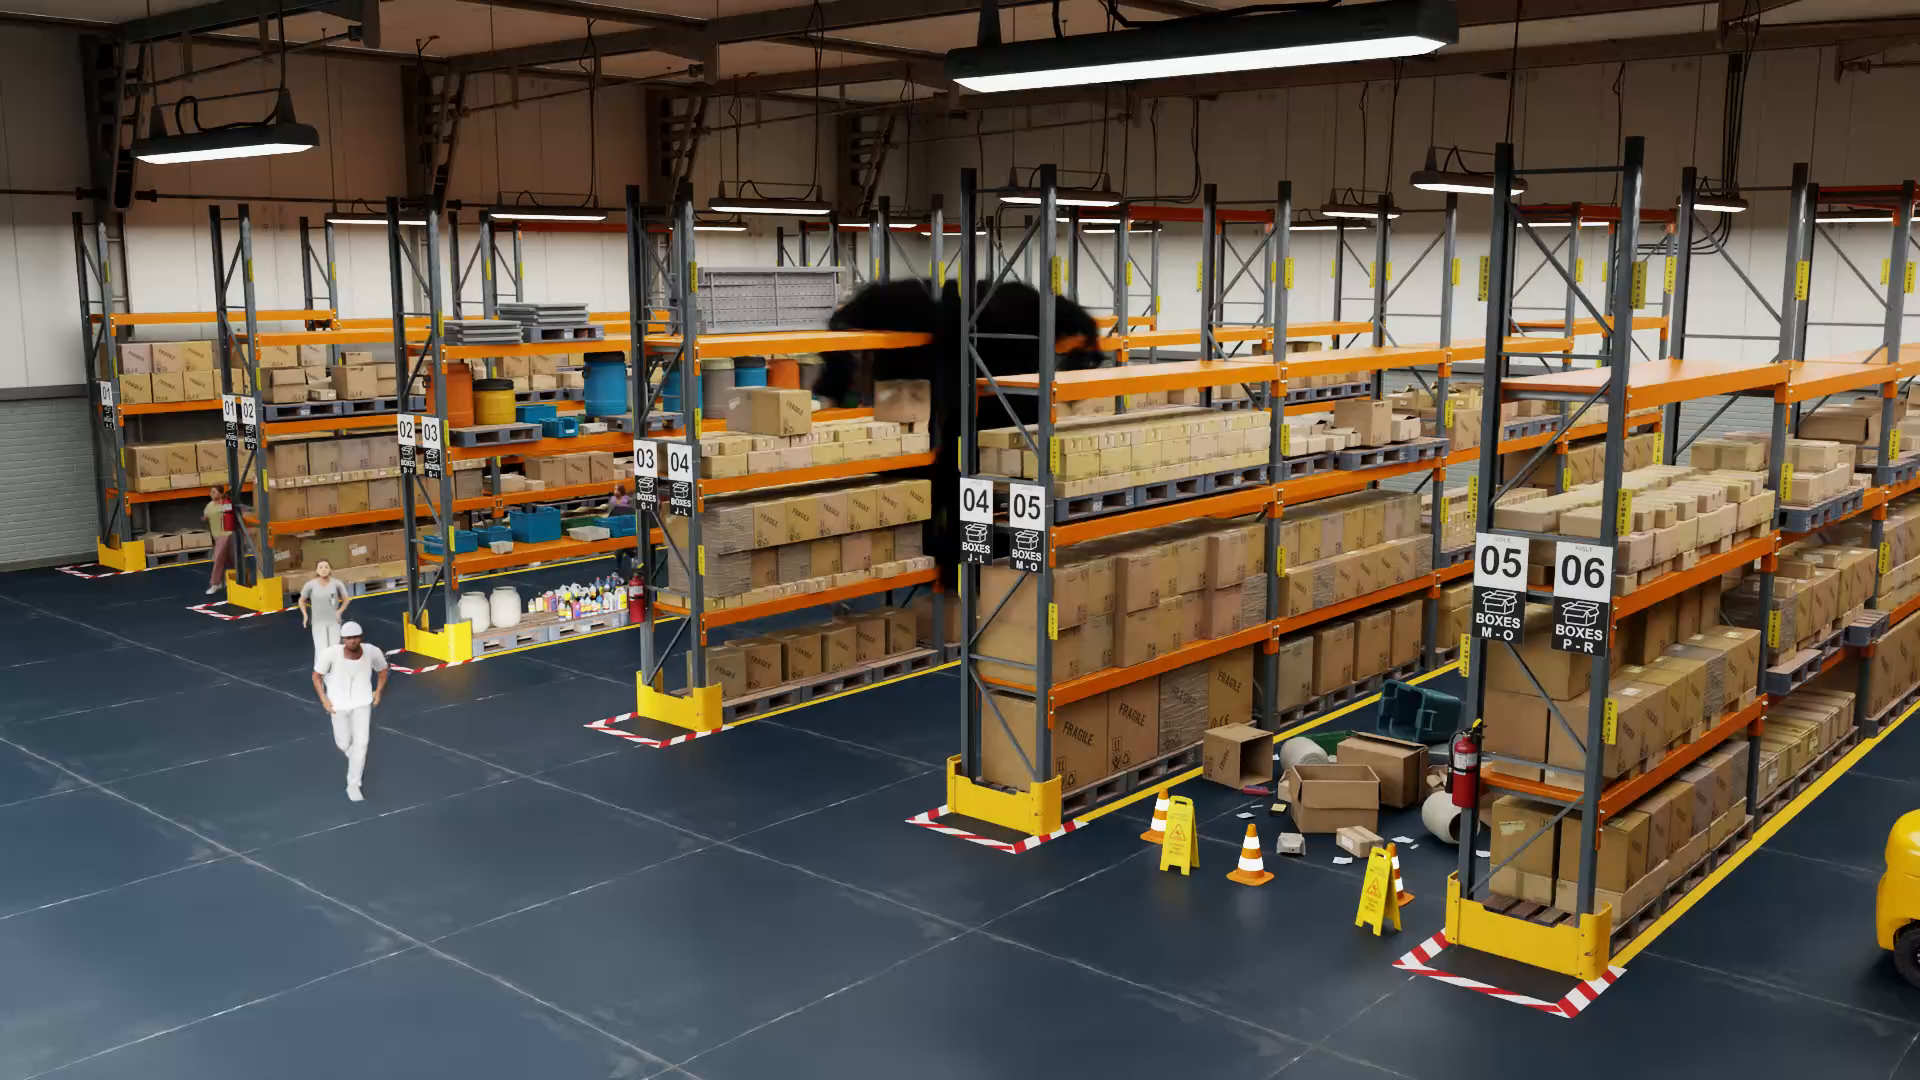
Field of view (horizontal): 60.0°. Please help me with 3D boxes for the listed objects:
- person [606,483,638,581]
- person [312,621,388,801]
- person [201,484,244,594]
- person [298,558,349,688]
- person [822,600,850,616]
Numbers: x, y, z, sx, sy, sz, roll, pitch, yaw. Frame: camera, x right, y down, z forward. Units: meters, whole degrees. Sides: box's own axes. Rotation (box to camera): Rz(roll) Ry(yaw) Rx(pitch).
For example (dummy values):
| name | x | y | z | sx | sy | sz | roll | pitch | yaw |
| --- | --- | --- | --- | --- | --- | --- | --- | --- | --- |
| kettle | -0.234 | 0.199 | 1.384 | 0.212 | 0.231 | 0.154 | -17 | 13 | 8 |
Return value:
| name | x | y | z | sx | sy | sz | roll | pitch | yaw |
| --- | --- | --- | --- | --- | --- | --- | --- | --- | --- |
| person | -5.560 | -0.169 | 27.491 | 0.564 | 1.592 | 0.921 | 3 | 10 | 18 |
| person | -6.008 | 1.627 | 16.443 | 0.704 | 1.749 | 0.949 | -4 | 10 | -20 |
| person | -11.700 | -0.051 | 26.400 | 0.553 | 1.697 | 0.909 | 4 | 10 | 22 |
| person | -7.714 | 1.025 | 20.235 | 0.570 | 1.627 | 0.567 | -5 | 10 | -25 |
| person | -1.664 | 0.513 | 23.194 | 0.562 | 1.655 | 0.589 | 6 | 11 | 33 |
